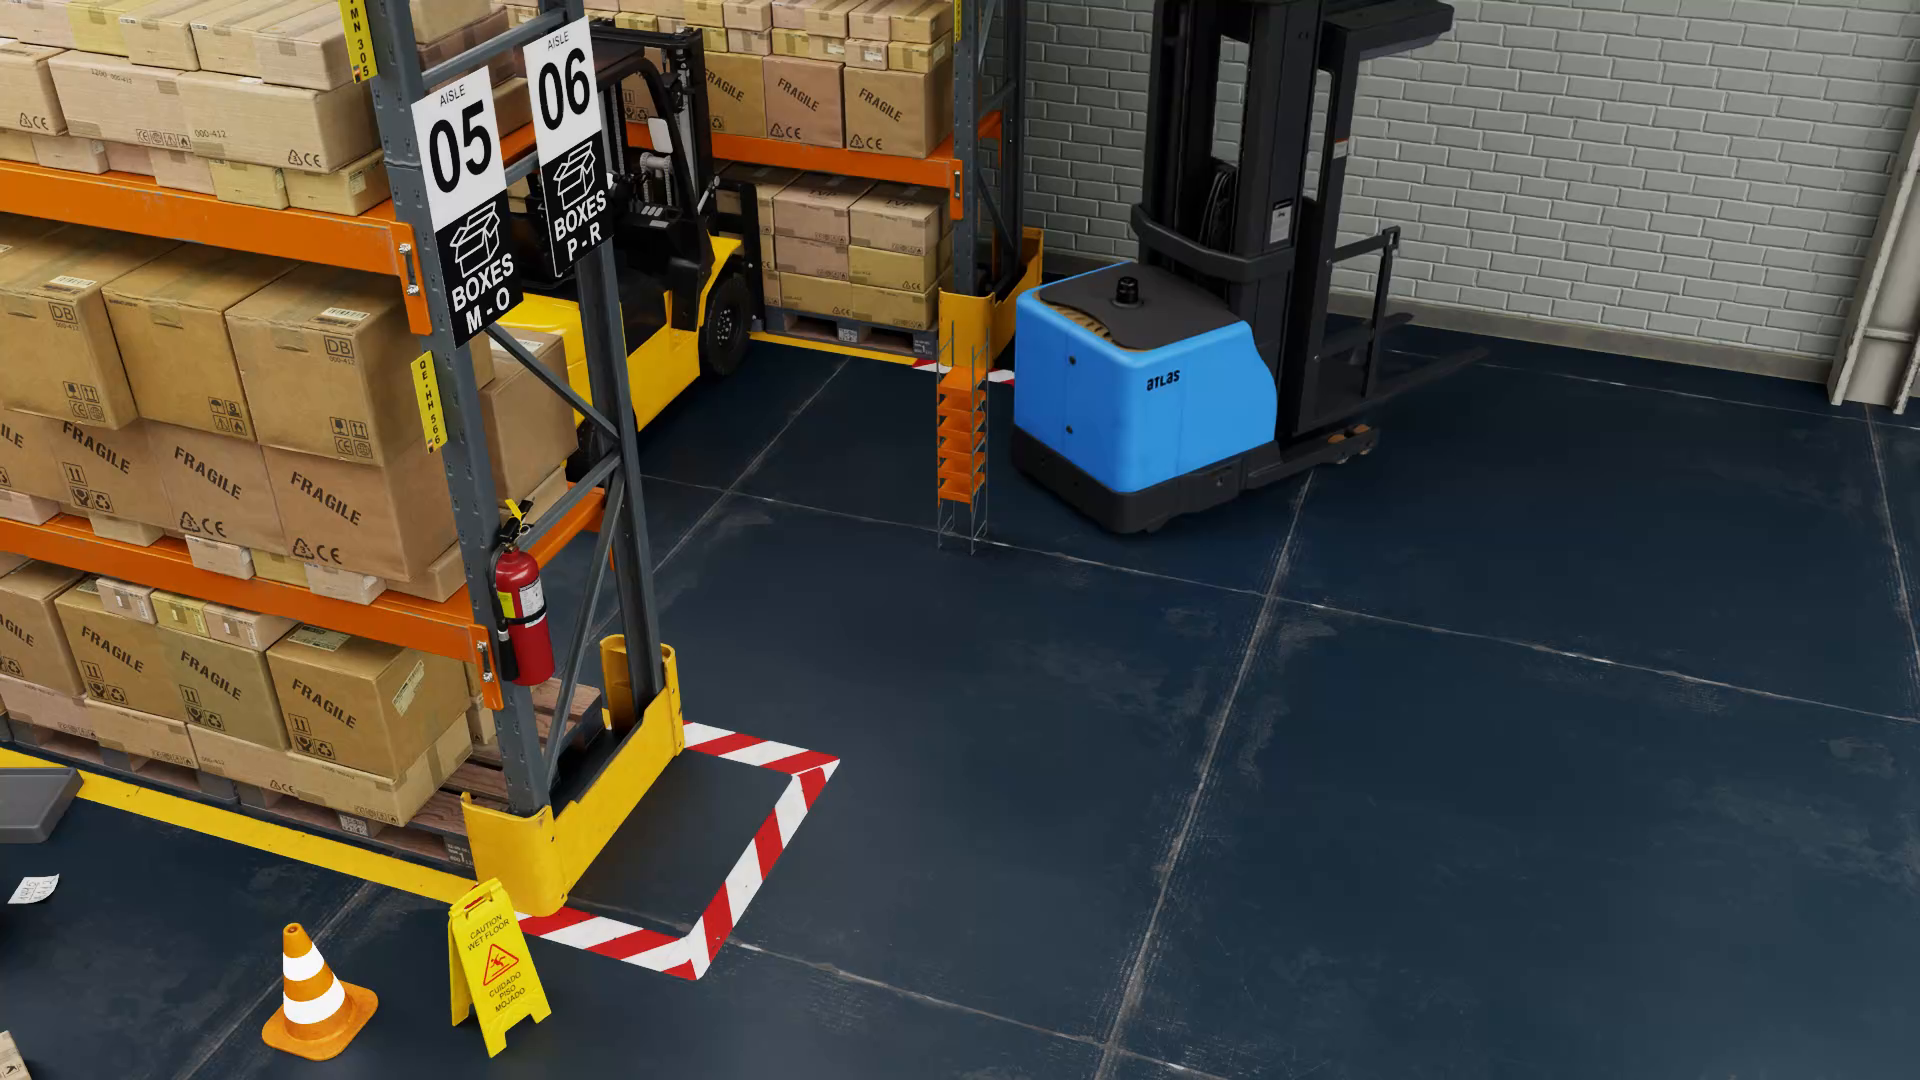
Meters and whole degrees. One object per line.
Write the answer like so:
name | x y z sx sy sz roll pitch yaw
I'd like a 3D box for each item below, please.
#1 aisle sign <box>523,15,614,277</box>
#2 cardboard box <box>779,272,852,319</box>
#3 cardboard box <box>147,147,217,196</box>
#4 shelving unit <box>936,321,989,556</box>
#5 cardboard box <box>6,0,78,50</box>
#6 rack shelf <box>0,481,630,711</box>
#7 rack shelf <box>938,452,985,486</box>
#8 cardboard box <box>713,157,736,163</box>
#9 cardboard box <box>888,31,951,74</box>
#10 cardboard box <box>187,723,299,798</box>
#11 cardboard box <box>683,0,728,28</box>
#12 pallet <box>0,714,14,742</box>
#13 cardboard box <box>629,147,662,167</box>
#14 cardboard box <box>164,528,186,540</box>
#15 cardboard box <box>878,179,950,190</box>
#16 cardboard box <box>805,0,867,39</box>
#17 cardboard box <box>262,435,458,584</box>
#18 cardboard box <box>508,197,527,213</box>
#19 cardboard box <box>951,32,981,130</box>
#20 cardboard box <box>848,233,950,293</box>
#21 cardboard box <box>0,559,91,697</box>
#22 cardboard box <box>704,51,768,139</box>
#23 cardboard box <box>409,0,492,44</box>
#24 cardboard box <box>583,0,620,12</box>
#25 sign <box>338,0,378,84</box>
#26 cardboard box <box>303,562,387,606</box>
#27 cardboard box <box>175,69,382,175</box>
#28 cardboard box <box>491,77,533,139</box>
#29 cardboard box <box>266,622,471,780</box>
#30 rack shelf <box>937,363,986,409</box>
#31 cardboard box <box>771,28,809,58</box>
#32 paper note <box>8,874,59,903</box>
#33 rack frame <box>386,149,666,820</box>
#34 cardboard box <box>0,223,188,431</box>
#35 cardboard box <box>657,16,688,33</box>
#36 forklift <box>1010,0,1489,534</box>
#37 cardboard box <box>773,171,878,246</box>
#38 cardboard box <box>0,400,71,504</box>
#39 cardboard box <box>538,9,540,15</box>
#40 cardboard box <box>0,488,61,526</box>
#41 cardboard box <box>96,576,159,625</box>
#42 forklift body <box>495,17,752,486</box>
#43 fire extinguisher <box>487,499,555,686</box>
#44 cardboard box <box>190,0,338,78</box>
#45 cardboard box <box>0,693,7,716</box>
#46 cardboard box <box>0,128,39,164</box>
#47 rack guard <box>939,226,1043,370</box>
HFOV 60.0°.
aisle sign | -1.322 -1.336 5.658 0.004 0.787 0.394 11 34 16
cardboard box | -0.827 -1.674 10.726 0.500 0.250 0.500 11 34 16
cardboard box | -2.399 -1.269 5.417 0.250 0.149 0.380 12 35 18
shelving unit | 0.014 -0.501 8.420 0.189 1.200 0.258 11 34 16
cardboard box | -2.828 -1.723 5.385 0.250 0.149 0.380 11 34 16
rack shelf | -3.367 -0.161 6.897 4.000 0.370 1.077 11 34 16
rack shelf | 0.014 -0.363 8.510 0.180 0.103 0.258 11 34 16
cardboard box | -1.621 -2.542 11.148 0.500 0.250 0.500 10 34 16
cardboard box | -0.235 -2.867 9.736 0.250 0.149 0.380 12 35 17
cardboard box | -2.821 0.772 6.937 0.500 0.250 0.500 11 34 17
cardboard box | -1.457 -3.212 9.996 0.250 0.149 0.380 12 35 17
pallet | -4.606 0.447 7.863 1.213 0.211 1.003 11 34 16
cardboard box | -2.279 -2.373 10.886 0.500 0.250 0.500 12 35 18
cardboard box | -2.865 -0.149 6.447 0.250 0.149 0.380 11 35 17
cardboard box | -0.202 -2.259 10.709 0.500 0.250 0.500 10 34 16
cardboard box | -0.720 -3.093 9.811 0.250 0.149 0.380 12 35 18
cardboard box | -2.089 -0.223 5.964 0.500 0.500 0.500 10 34 16
cardboard box | -2.753 -2.259 11.170 0.500 0.250 0.500 11 34 16
cardboard box | -0.186 -2.907 10.395 0.500 0.500 0.500 12 35 18
cardboard box | -0.377 -1.793 10.449 0.500 0.250 0.500 11 34 16
cardboard box | -3.790 0.268 7.026 0.500 0.500 0.500 13 35 19
cardboard box | -1.333 -2.824 10.266 0.500 0.500 0.500 10 34 16
cardboard box | -1.750 -1.756 5.436 0.250 0.149 0.380 11 34 16
cardboard box | -2.140 -3.399 10.285 0.250 0.149 0.380 11 34 16
sign | -1.691 -1.450 4.648 0.005 0.325 0.100 11 34 16
cardboard box | -2.185 0.059 6.124 0.250 0.149 0.380 11 34 16
cardboard box | -2.057 -1.376 5.214 0.500 0.250 0.500 11 34 16
cardboard box | -1.687 -1.478 5.741 0.250 0.149 0.380 11 34 17
cardboard box | -2.327 0.553 6.585 0.500 0.500 0.500 11 35 17
rack shelf | 0.014 -0.767 8.249 0.180 0.103 0.258 11 34 16
cardboard box | -0.938 -3.029 9.986 0.250 0.149 0.380 11 34 16
paper note | -3.666 1.380 6.585 0.148 0.019 0.142 0 33 0
rack frame | -1.485 -0.097 6.135 0.127 3.000 1.000 11 34 16
cardboard box | -3.028 -0.804 5.941 0.500 0.500 0.700 11 34 16
cardboard box | -1.655 -3.181 10.222 0.250 0.149 0.380 11 34 16
forklift | 1.786 -1.878 8.956 3.031 2.935 1.130 -20 38 -28
cardboard box | -0.835 -2.089 10.447 0.500 0.250 0.500 12 35 17
cardboard box | -3.499 -0.513 6.412 0.500 0.500 0.500 11 35 17
cardboard box | -2.415 -3.275 10.366 0.250 0.149 0.380 11 34 16
cardboard box | -3.614 -0.232 6.575 0.250 0.149 0.380 11 34 16
cardboard box | -3.178 0.151 6.610 0.250 0.149 0.380 12 35 19
forklift body | -2.214 -1.691 9.387 1.214 2.155 2.313 11 34 16
fire extinguisher | -1.532 0.191 5.760 0.183 0.674 0.296 11 34 16
cardboard box | -2.133 -1.565 5.140 0.250 0.149 0.380 12 35 17
cardboard box | -4.280 0.487 7.378 0.500 0.250 0.500 13 35 19
cardboard box | -3.111 -1.423 5.655 0.250 0.149 0.380 10 34 15
rack guard | 0.209 -1.578 10.733 0.348 0.500 1.175 11 34 16
